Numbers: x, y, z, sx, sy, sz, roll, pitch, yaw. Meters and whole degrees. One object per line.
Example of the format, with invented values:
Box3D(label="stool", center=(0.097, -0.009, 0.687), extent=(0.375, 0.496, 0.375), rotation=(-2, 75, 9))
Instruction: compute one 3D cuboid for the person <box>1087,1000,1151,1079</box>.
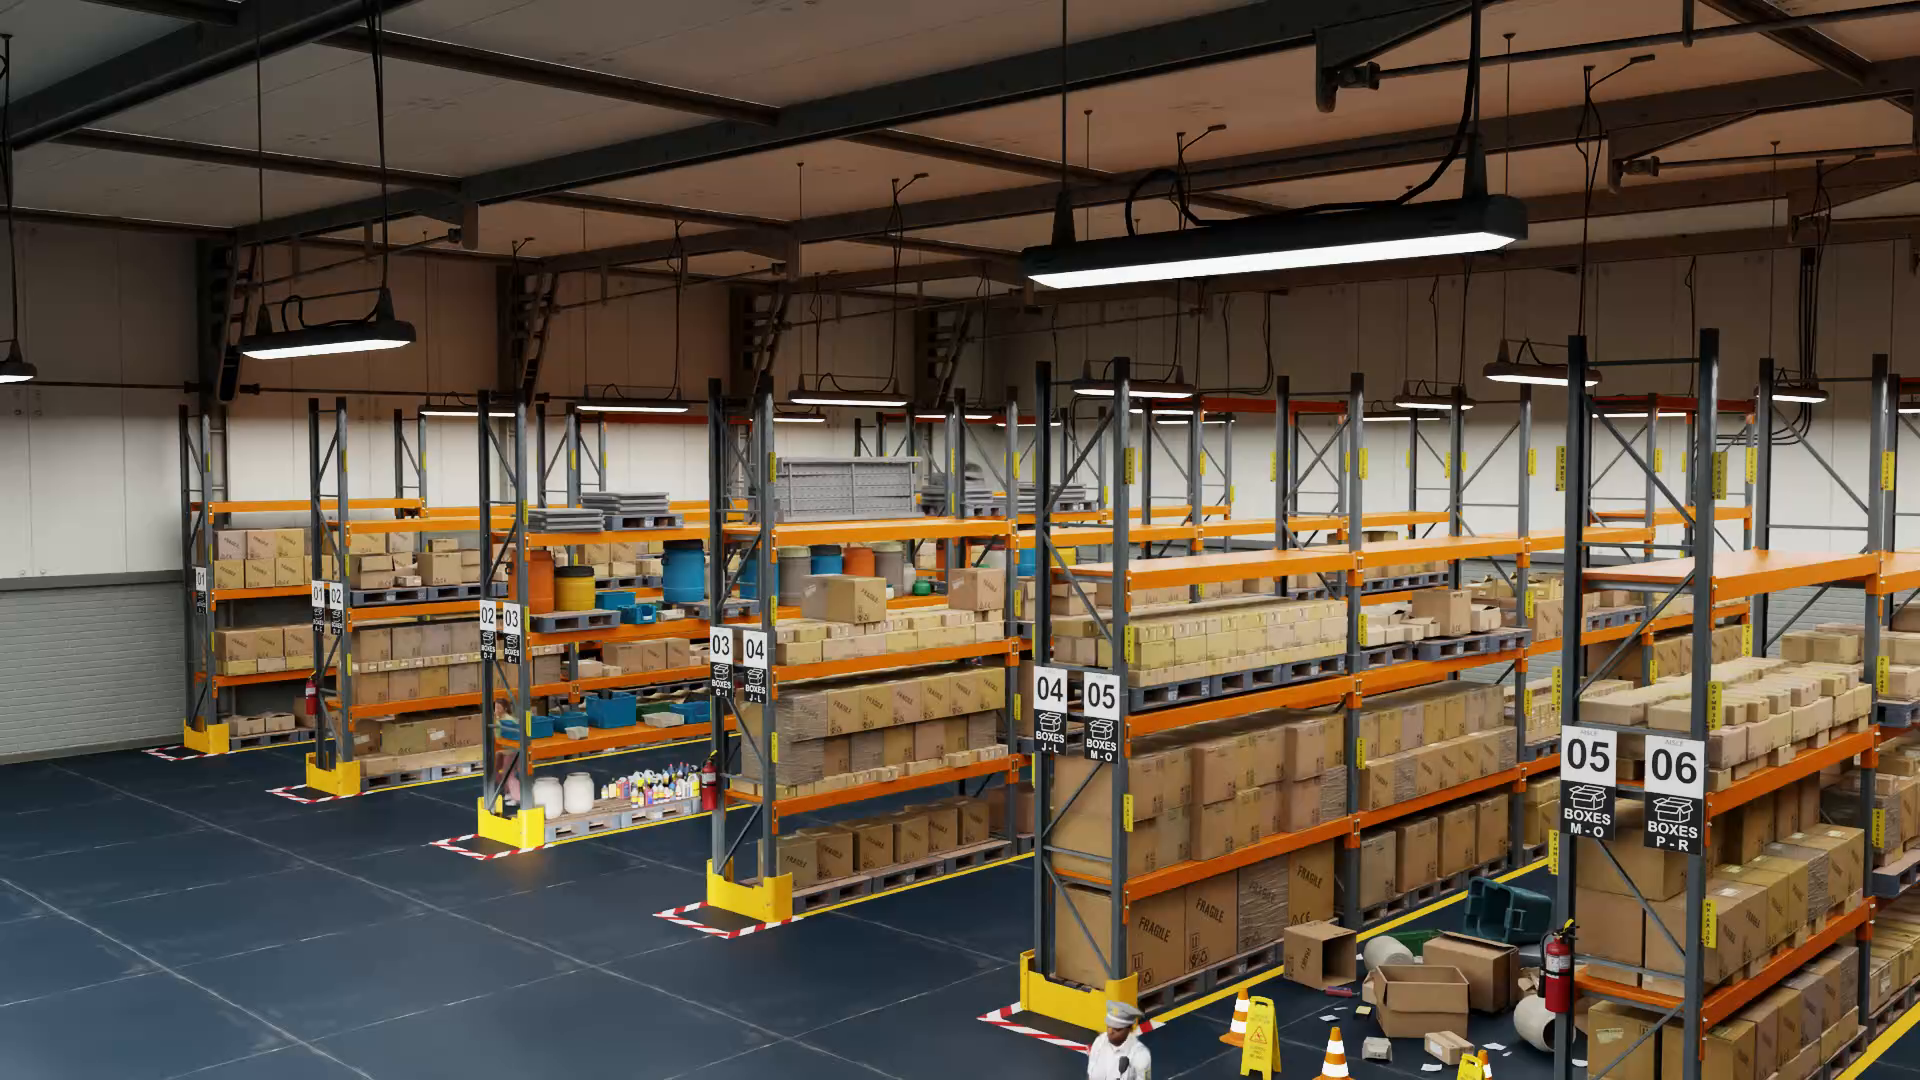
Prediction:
Box3D(label="person", center=(1.012, 3.756, 10.850), extent=(0.613, 1.650, 0.594), rotation=(2, 4, 34))

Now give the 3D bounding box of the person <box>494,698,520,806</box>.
Box3D(label="person", center=(-6.581, 3.076, 24.073), extent=(0.572, 1.609, 0.723), rotation=(3, 4, 42))

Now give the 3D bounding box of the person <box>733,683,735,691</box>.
Box3D(label="person", center=(-4.808, 2.544, 34.494), extent=(0.601, 1.643, 0.611), rotation=(2, 3, 29))
